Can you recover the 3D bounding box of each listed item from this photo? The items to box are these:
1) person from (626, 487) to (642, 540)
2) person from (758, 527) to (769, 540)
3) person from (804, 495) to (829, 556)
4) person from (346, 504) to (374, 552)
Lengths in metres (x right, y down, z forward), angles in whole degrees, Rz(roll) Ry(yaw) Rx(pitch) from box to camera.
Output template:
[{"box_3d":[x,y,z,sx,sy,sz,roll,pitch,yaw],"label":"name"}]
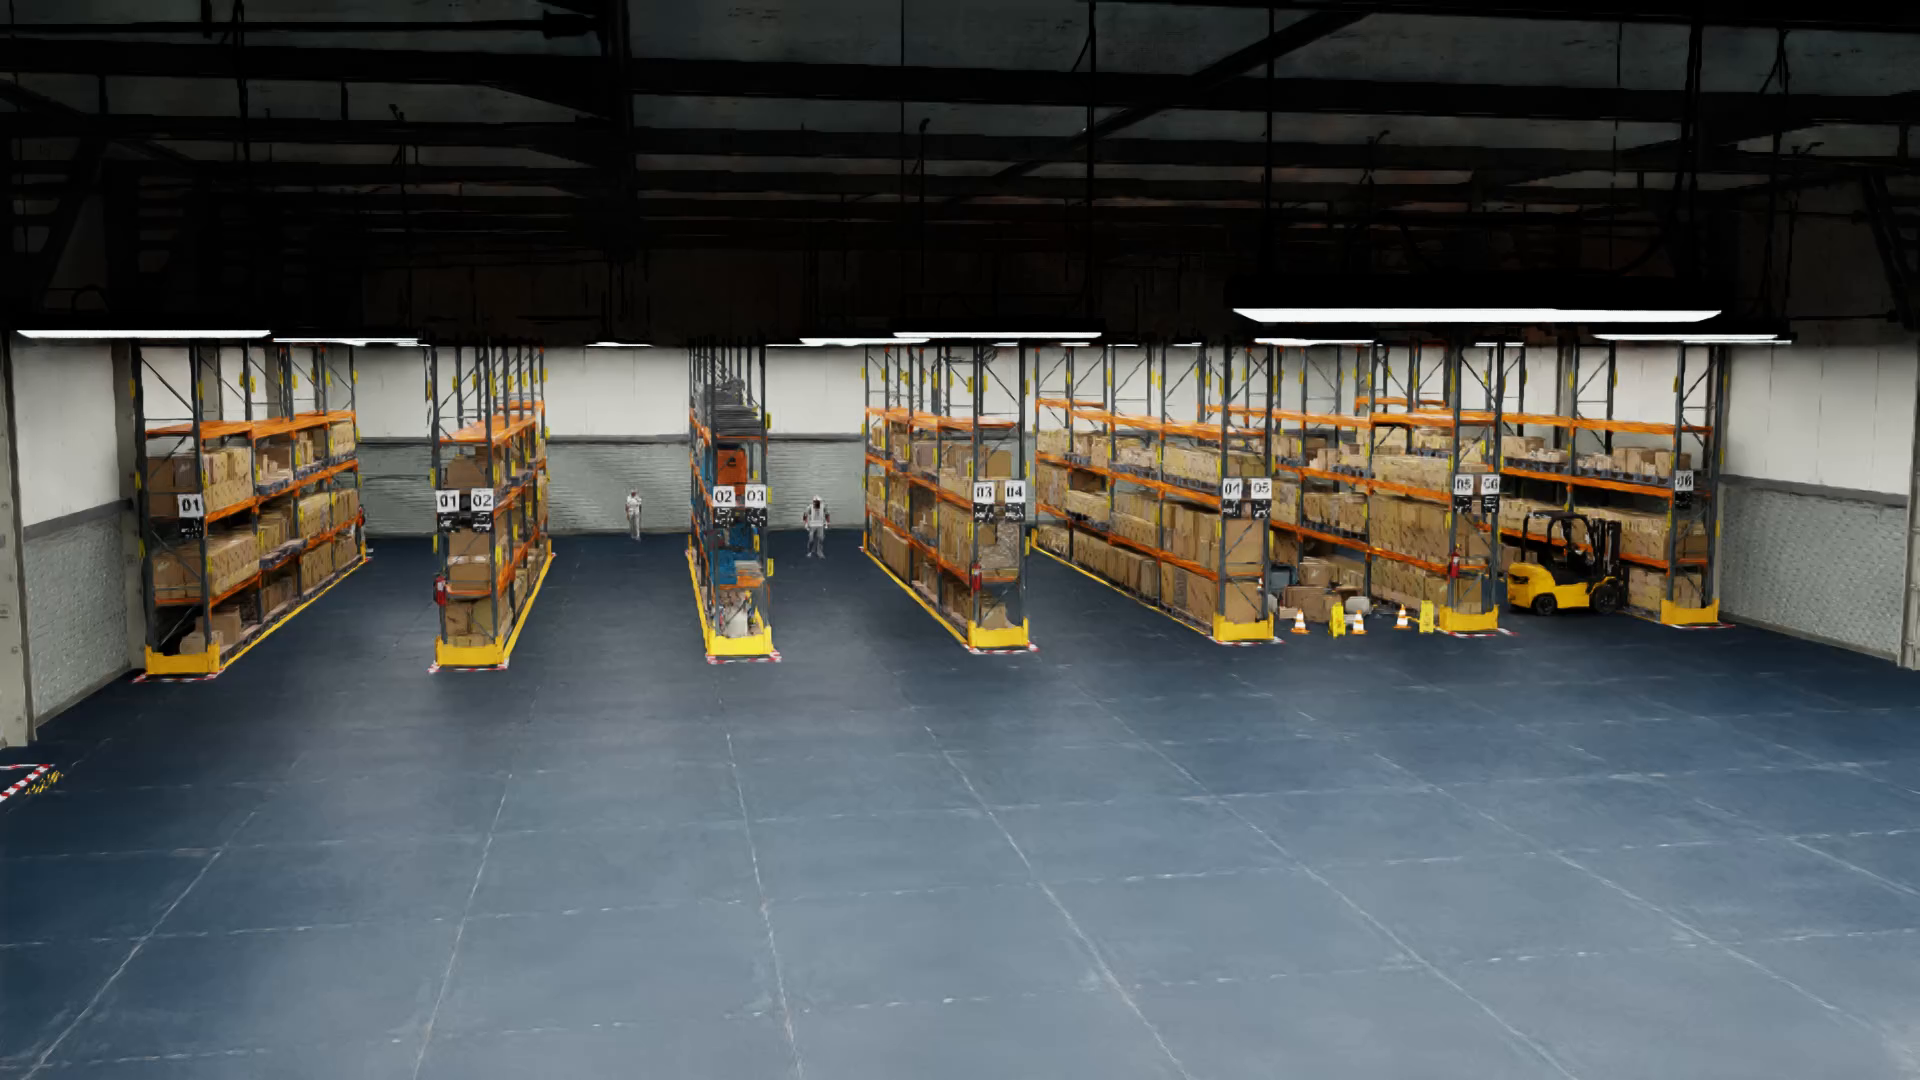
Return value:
[{"box_3d":[-9.808,-0.810,50.020,0.456,1.587,1.088,-1,7,-8],"label":"person"},{"box_3d":[-6.050,-0.811,50.011,0.555,1.637,0.532,3,7,27],"label":"person"},{"box_3d":[-3.961,-0.389,45.919,0.702,1.735,0.549,-1,7,-12],"label":"person"},{"box_3d":[-16.920,-0.504,46.547,0.580,1.769,0.771,3,7,28],"label":"person"}]
